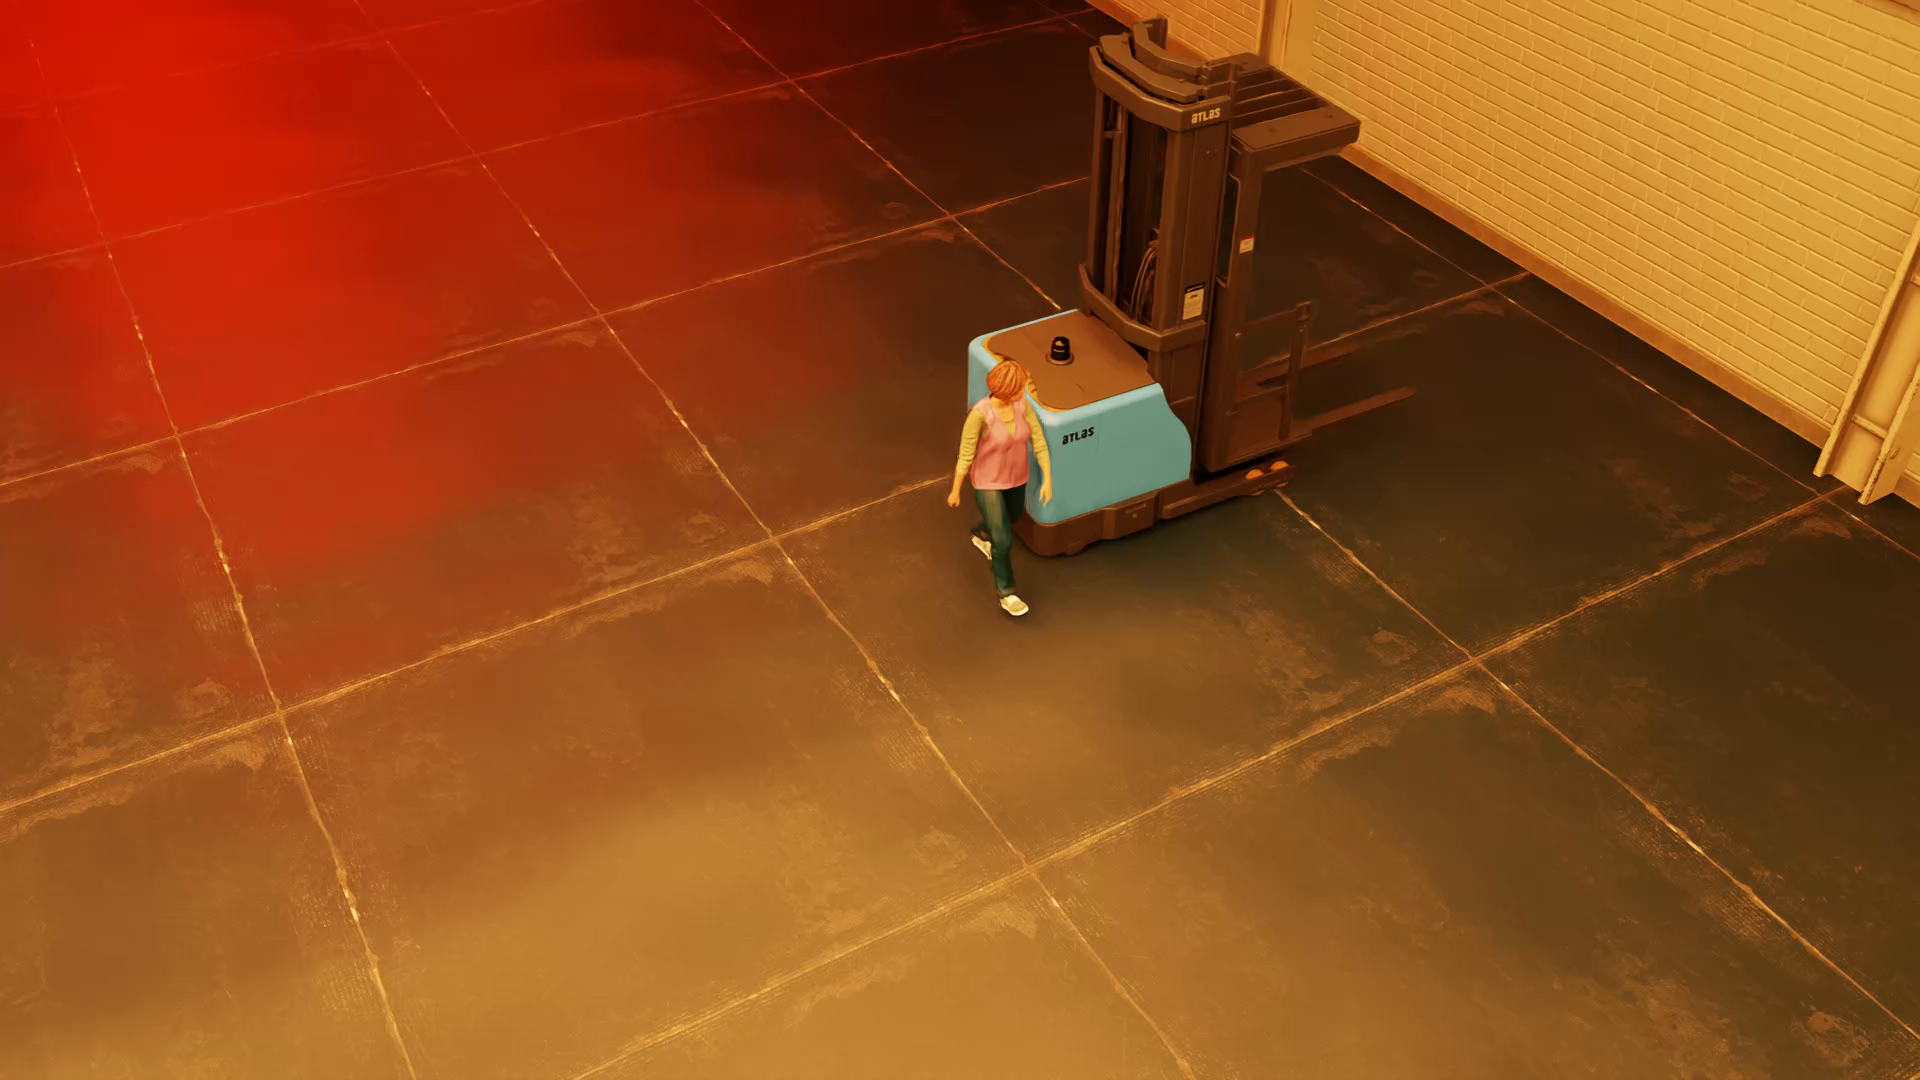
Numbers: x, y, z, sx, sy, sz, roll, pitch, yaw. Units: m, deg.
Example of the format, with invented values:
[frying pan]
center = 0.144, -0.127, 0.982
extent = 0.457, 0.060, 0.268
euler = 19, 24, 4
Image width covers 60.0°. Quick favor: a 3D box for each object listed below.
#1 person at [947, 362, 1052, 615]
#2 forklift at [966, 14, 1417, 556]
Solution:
[person]
center = 0.207, -0.318, 9.526
extent = 0.540, 1.526, 0.797
euler = -28, 47, -30
[forklift]
center = 1.584, -1.694, 10.079
extent = 3.031, 2.935, 1.130
euler = -19, 43, -21
